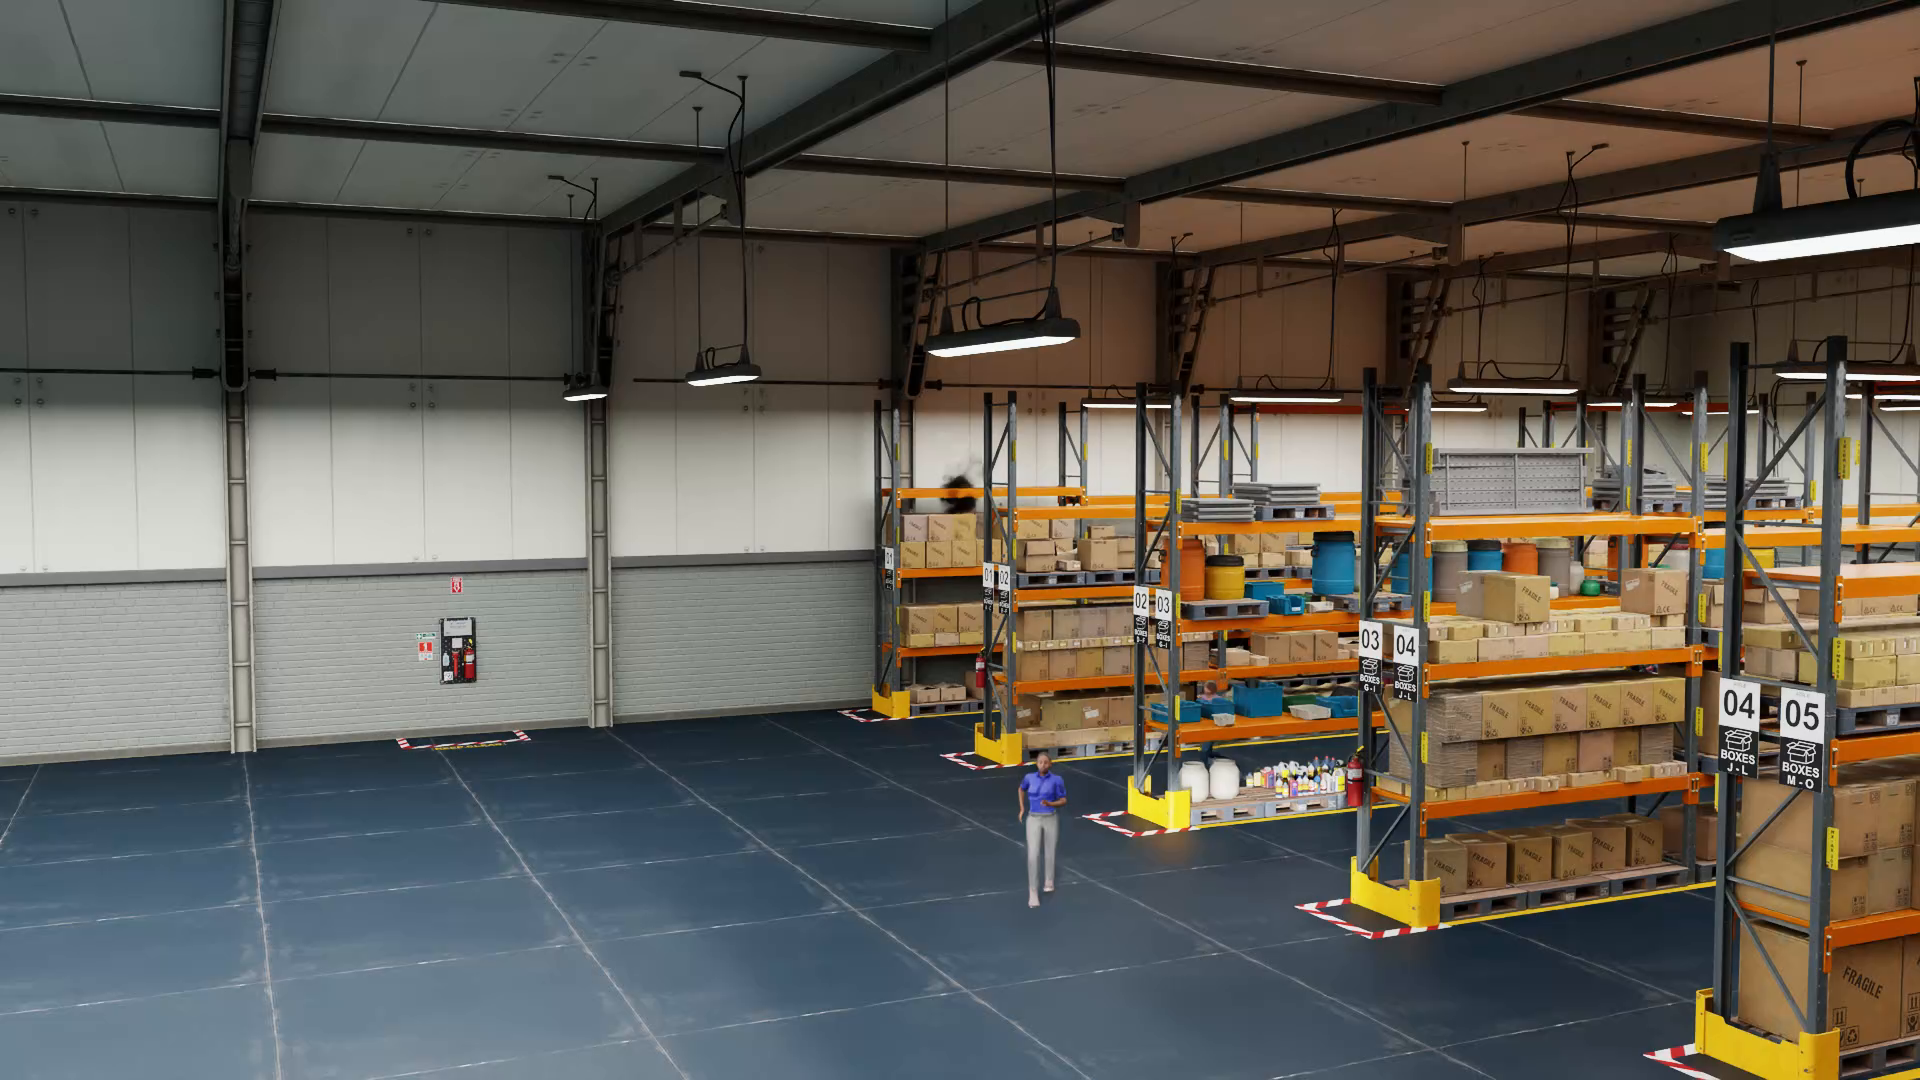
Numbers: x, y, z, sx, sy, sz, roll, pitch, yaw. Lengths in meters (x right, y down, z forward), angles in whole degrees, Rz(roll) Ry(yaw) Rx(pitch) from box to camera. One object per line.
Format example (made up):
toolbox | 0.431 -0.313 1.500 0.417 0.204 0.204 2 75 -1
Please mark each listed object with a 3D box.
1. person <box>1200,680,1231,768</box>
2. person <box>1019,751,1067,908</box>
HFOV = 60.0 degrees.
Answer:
person | 3.799 2.907 25.136 0.877 1.597 0.553 -2 4 -31
person | 0.933 3.241 18.808 0.549 1.716 0.779 0 3 3
